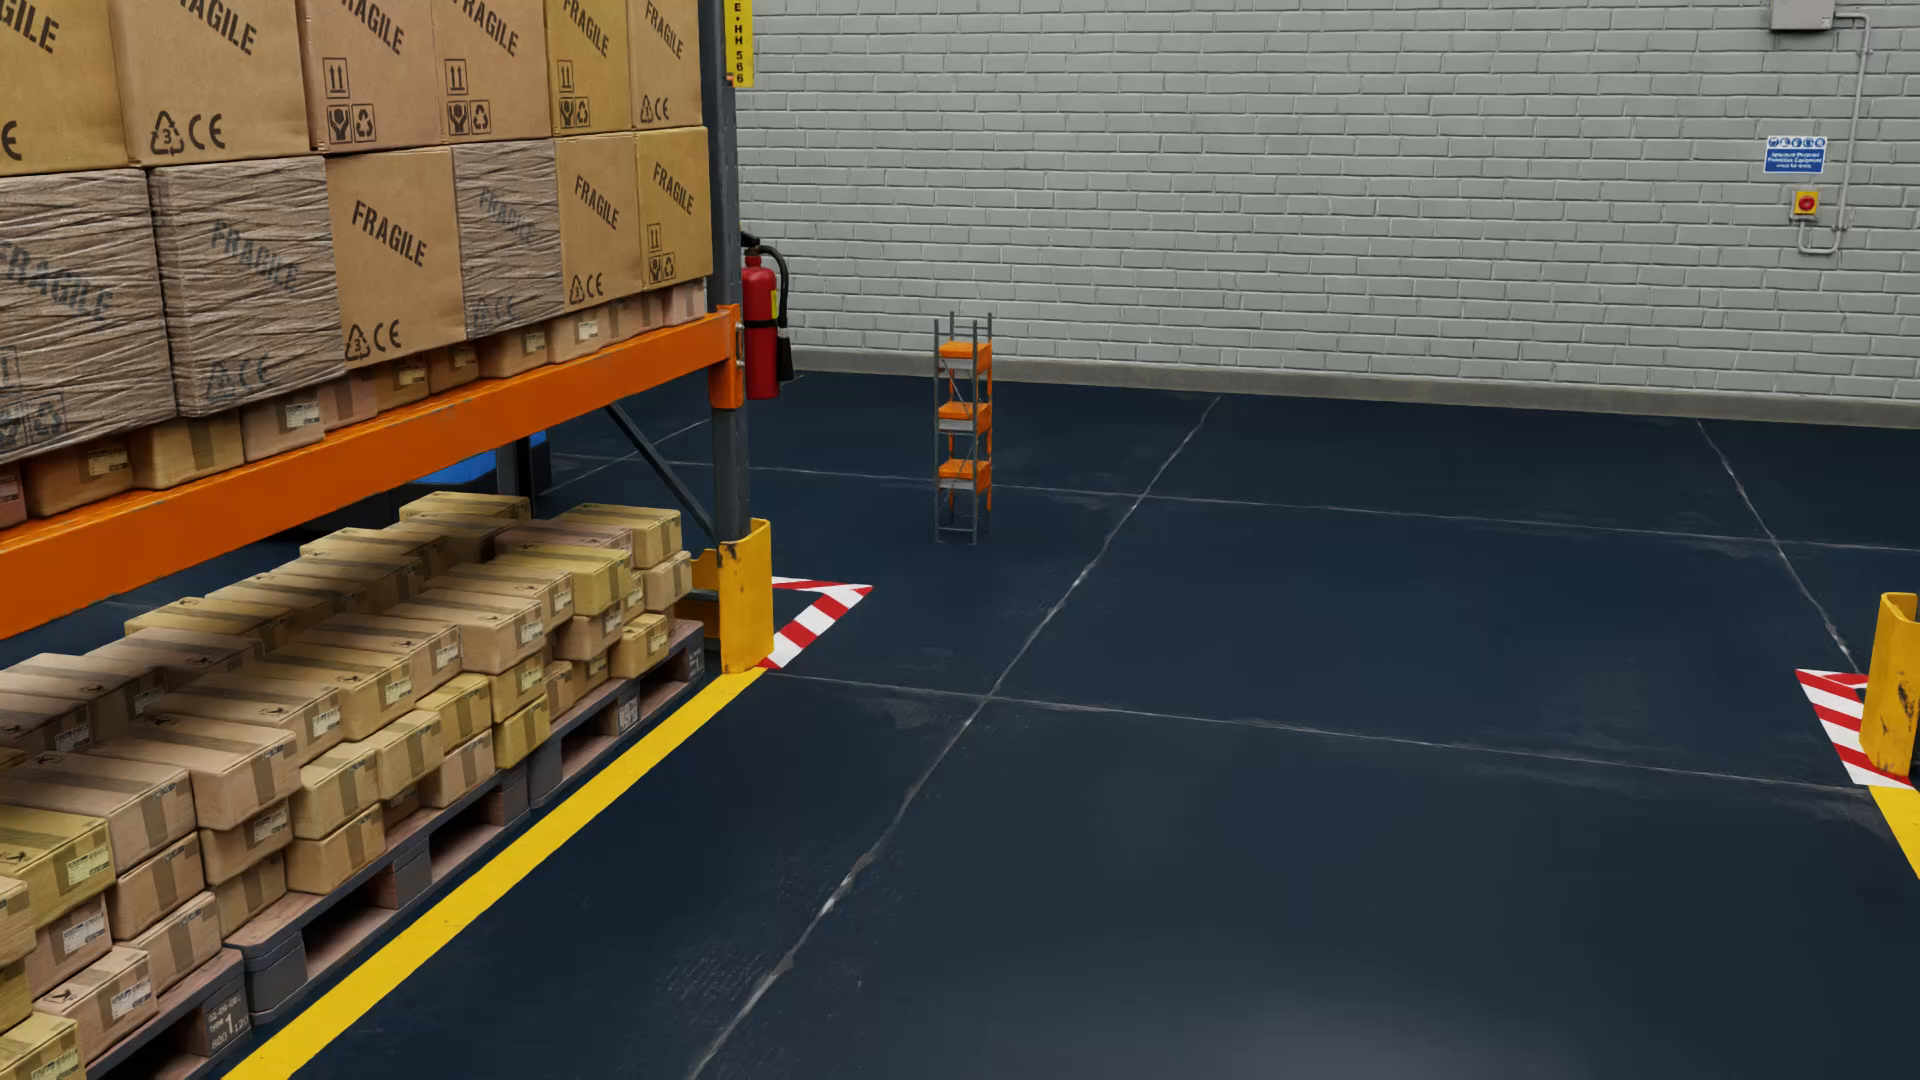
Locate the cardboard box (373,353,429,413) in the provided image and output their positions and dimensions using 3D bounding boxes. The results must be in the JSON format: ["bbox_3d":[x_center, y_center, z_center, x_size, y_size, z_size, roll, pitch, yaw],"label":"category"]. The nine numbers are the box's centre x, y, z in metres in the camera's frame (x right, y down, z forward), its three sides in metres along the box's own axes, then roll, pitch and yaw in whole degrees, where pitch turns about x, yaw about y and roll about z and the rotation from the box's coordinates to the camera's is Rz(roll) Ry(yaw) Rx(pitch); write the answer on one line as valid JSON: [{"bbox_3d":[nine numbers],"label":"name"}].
[{"bbox_3d":[-1.614,-0.429,4.305,0.380,0.149,0.250,5,17,17],"label":"cardboard box"}]

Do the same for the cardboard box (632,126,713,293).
[{"bbox_3d":[-1.163,-1.112,5.523,0.500,0.500,0.500,5,17,17],"label":"cardboard box"}]

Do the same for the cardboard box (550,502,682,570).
[{"bbox_3d":[-1.190,-0.016,5.755,0.380,0.149,0.250,5,17,17],"label":"cardboard box"}]

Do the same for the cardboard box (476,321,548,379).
[{"bbox_3d":[-1.421,-0.566,4.787,0.380,0.149,0.250,4,16,13],"label":"cardboard box"}]

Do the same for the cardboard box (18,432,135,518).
[{"bbox_3d":[-1.914,-0.157,3.346,0.380,0.149,0.250,4,16,13],"label":"cardboard box"}]

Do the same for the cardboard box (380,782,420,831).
[{"bbox_3d":[-1.676,0.671,4.423,0.380,0.149,0.250,5,17,17],"label":"cardboard box"}]

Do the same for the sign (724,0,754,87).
[{"bbox_3d":[-0.756,-1.719,5.691,0.100,0.325,0.005,5,16,16],"label":"sign"}]

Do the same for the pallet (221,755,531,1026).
[{"bbox_3d":[-1.917,0.832,4.511,1.003,0.211,1.213,5,16,16],"label":"pallet"}]

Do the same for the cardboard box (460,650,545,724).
[{"bbox_3d":[-1.439,0.401,4.827,0.380,0.149,0.250,5,17,17],"label":"cardboard box"}]

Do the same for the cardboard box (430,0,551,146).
[{"bbox_3d":[-1.457,-1.322,4.432,0.500,0.500,0.500,6,17,19],"label":"cardboard box"}]

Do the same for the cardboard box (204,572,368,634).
[{"bbox_3d":[-1.993,0.217,4.933,0.380,0.149,0.250,5,17,18],"label":"cardboard box"}]

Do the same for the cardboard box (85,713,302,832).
[{"bbox_3d":[-1.760,0.530,3.828,0.380,0.149,0.250,5,17,17],"label":"cardboard box"}]

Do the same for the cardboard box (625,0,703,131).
[{"bbox_3d":[-1.174,-1.591,5.381,0.500,0.500,0.500,4,16,15],"label":"cardboard box"}]

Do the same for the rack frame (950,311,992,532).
[{"bbox_3d":[0.050,-0.551,7.848,0.200,1.050,0.008,5,16,16],"label":"rack frame"}]

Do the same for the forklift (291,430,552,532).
[{"bbox_3d":[-3.660,-1.565,7.975,3.031,2.935,1.130,2,16,8],"label":"forklift"}]

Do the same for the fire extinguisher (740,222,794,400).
[{"bbox_3d":[-0.768,-0.871,6.229,0.296,0.674,0.183,5,16,16],"label":"fire extinguisher"}]

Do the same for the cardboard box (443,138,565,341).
[{"bbox_3d":[-1.449,-0.844,4.579,0.500,0.500,0.500,5,16,16],"label":"cardboard box"}]

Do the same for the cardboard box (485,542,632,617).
[{"bbox_3d":[-1.268,0.122,5.265,0.380,0.149,0.250,4,16,15],"label":"cardboard box"}]

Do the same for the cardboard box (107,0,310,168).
[{"bbox_3d":[-1.752,-1.049,3.470,0.500,0.500,0.500,5,17,17],"label":"cardboard box"}]

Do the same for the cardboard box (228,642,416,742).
[{"bbox_3d":[-1.654,0.391,4.318,0.380,0.149,0.250,5,17,16],"label":"cardboard box"}]

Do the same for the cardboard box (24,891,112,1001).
[{"bbox_3d":[-1.989,0.805,3.403,0.380,0.149,0.250,5,16,16],"label":"cardboard box"}]

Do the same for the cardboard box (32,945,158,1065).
[{"bbox_3d":[-1.911,0.949,3.441,0.380,0.149,0.250,5,16,16],"label":"cardboard box"}]

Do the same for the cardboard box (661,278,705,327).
[{"bbox_3d":[-1.104,-0.830,5.718,0.380,0.149,0.250,5,16,16],"label":"cardboard box"}]

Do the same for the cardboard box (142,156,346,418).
[{"bbox_3d":[-1.725,-0.572,3.619,0.500,0.500,0.500,4,16,15],"label":"cardboard box"}]

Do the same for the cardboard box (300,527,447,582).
[{"bbox_3d":[-1.914,0.074,5.438,0.380,0.149,0.250,5,16,16],"label":"cardboard box"}]

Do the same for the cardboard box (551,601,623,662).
[{"bbox_3d":[-1.305,0.265,5.308,0.380,0.149,0.250,4,16,14],"label":"cardboard box"}]

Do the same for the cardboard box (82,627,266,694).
[{"bbox_3d":[-2.092,0.355,4.445,0.380,0.149,0.250,5,16,16],"label":"cardboard box"}]

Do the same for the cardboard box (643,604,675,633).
[{"bbox_3d":[-1.232,0.266,5.851,0.380,0.149,0.250,5,17,17],"label":"cardboard box"}]

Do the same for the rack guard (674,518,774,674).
[{"bbox_3d":[-1.304,0.165,6.333,1.175,0.500,0.348,5,16,16],"label":"rack guard"}]

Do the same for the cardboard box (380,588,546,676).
[{"bbox_3d":[-1.425,0.260,4.781,0.380,0.149,0.250,5,17,18],"label":"cardboard box"}]

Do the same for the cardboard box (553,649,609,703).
[{"bbox_3d":[-1.366,0.403,5.366,0.380,0.149,0.250,5,16,16],"label":"cardboard box"}]

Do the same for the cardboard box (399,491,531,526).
[{"bbox_3d":[-1.757,-0.064,5.922,0.380,0.149,0.250,4,16,13],"label":"cardboard box"}]

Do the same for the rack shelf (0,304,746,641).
[{"bbox_3d":[-1.851,-0.189,4.315,1.077,0.370,4.000,5,16,16],"label":"rack shelf"}]

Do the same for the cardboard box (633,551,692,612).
[{"bbox_3d":[-1.159,0.129,5.788,0.380,0.149,0.250,4,16,14],"label":"cardboard box"}]

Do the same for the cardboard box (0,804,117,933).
[{"bbox_3d":[-1.963,0.660,3.369,0.380,0.149,0.250,4,16,15],"label":"cardboard box"}]

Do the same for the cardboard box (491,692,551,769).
[{"bbox_3d":[-1.436,0.540,4.882,0.380,0.149,0.250,4,16,13],"label":"cardboard box"}]

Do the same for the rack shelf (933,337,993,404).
[{"bbox_3d":[0.015,-0.782,7.661,0.215,0.259,0.240,5,16,16],"label":"rack shelf"}]

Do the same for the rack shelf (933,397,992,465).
[{"bbox_3d":[0.015,-0.509,7.738,0.215,0.259,0.240,5,16,16],"label":"rack shelf"}]

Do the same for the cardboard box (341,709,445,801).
[{"bbox_3d":[-1.582,0.541,4.334,0.380,0.149,0.250,5,17,16],"label":"cardboard box"}]

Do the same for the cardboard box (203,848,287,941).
[{"bbox_3d":[-1.844,0.806,3.947,0.380,0.149,0.250,4,16,13],"label":"cardboard box"}]

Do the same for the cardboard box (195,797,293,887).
[{"bbox_3d":[-1.808,0.665,3.898,0.380,0.149,0.250,5,17,18],"label":"cardboard box"}]

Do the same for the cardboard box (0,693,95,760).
[{"bbox_3d":[-2.332,0.483,3.993,0.380,0.149,0.250,4,16,13],"label":"cardboard box"}]

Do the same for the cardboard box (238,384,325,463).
[{"bbox_3d":[-1.697,-0.288,3.806,0.380,0.149,0.250,5,17,18],"label":"cardboard box"}]

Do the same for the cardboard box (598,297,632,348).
[{"bbox_3d":[-1.267,-0.701,5.264,0.380,0.149,0.250,4,16,15],"label":"cardboard box"}]

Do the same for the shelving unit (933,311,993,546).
[{"bbox_3d":[0.015,-0.519,7.735,0.215,1.050,0.252,5,16,16],"label":"shelving unit"}]

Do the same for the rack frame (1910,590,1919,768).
[{"bbox_3d":[3.492,-0.700,4.802,1.000,3.000,0.127,5,16,16],"label":"rack frame"}]
